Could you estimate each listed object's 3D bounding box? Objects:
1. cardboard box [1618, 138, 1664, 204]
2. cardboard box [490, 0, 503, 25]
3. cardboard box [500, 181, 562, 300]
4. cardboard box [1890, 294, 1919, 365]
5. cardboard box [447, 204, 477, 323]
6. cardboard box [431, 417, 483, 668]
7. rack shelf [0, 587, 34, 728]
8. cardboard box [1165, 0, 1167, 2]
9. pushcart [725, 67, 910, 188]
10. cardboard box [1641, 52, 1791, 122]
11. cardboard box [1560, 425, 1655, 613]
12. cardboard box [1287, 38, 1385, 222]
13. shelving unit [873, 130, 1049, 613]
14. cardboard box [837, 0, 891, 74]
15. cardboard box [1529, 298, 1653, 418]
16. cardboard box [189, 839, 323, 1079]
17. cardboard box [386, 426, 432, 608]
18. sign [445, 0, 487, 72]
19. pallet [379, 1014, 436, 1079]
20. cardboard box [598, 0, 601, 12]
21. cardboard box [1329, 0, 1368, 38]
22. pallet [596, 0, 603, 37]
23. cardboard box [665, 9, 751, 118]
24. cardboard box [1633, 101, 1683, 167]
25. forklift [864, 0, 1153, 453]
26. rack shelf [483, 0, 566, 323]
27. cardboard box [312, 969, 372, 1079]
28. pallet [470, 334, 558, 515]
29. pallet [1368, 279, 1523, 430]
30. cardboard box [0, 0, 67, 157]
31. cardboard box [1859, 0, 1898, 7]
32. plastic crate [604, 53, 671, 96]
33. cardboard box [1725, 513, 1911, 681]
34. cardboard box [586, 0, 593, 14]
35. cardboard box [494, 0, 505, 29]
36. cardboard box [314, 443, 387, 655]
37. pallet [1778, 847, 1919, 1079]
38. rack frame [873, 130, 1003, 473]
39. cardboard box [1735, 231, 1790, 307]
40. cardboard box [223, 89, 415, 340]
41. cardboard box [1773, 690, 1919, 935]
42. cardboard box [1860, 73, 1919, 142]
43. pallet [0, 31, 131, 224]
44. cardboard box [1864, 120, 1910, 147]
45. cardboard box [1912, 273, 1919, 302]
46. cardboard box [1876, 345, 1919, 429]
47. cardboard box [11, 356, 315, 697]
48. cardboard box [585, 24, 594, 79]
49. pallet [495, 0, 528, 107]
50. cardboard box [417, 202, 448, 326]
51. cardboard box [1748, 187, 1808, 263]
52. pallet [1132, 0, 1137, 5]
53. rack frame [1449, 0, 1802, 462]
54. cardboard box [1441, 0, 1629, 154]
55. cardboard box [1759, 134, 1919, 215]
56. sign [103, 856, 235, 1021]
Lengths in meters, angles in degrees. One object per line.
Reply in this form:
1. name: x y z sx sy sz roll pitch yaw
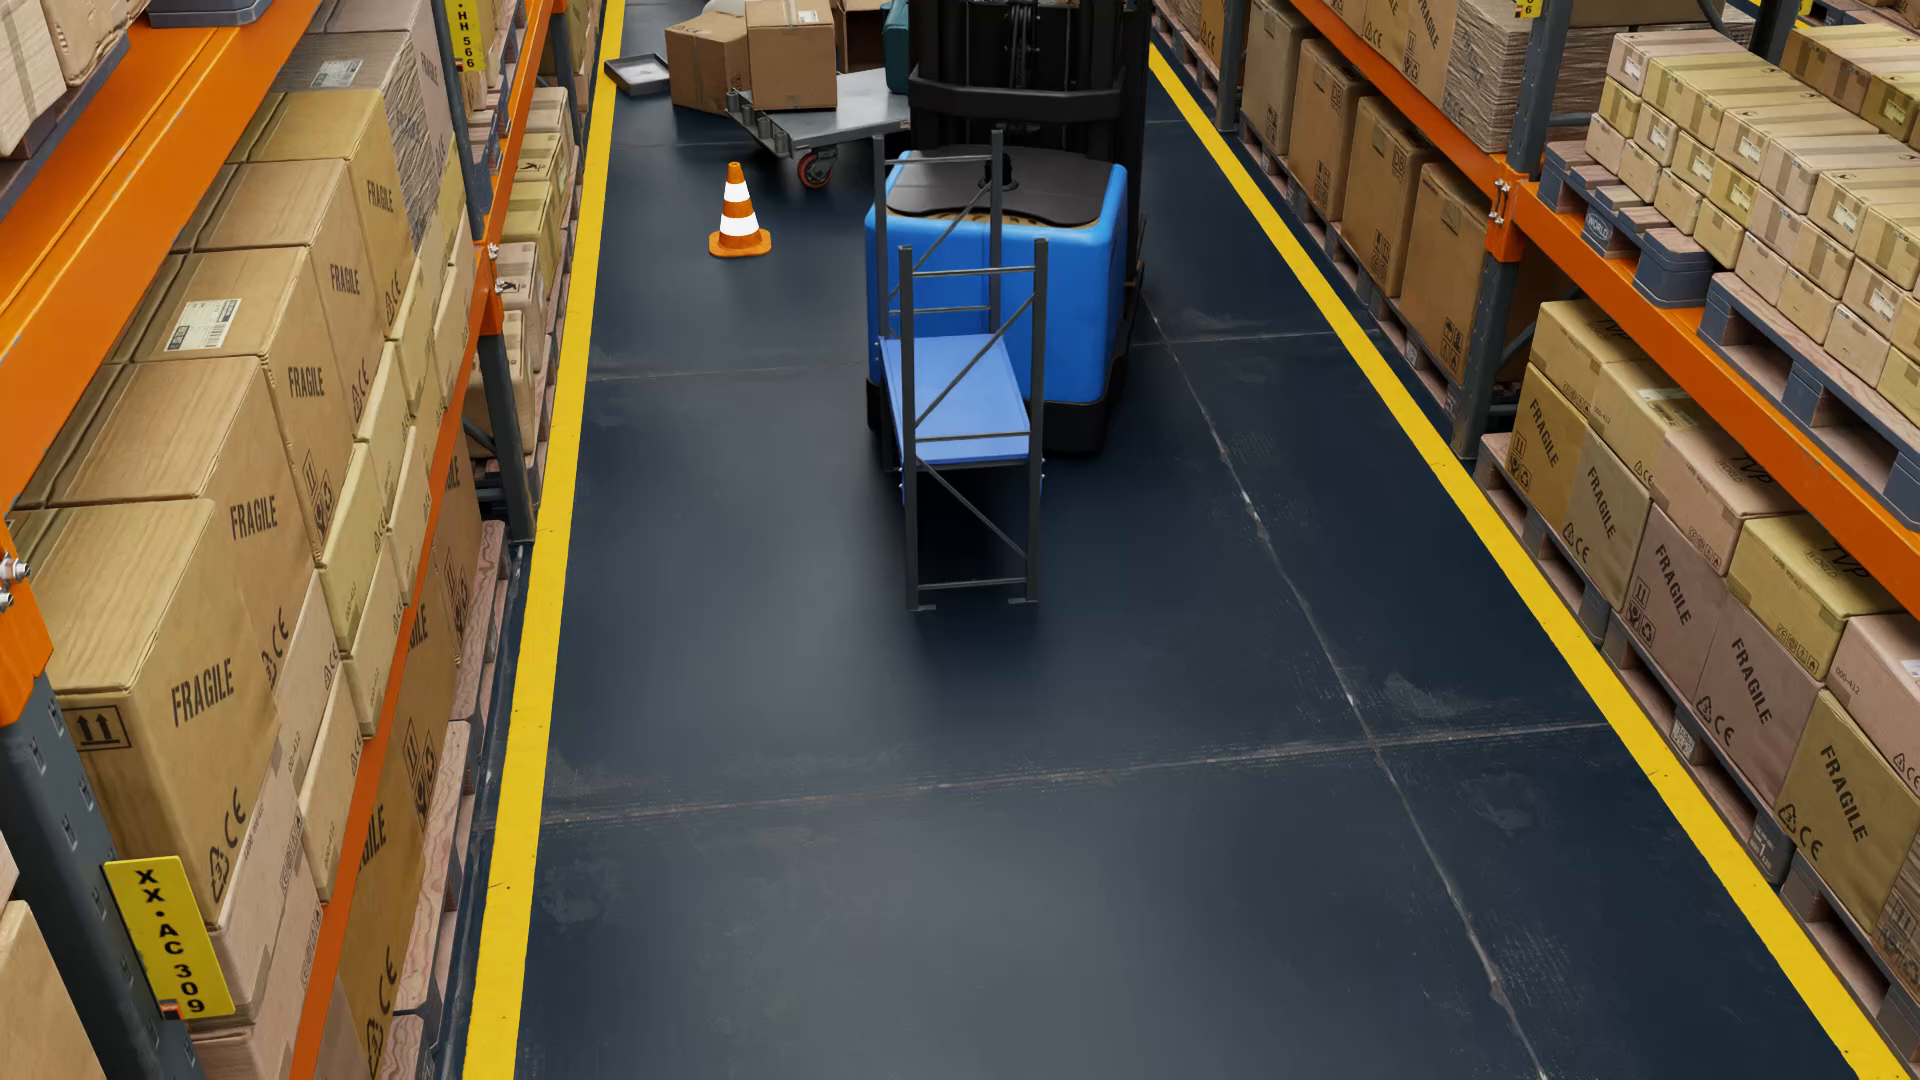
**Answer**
1. cardboard box: 2.563 -1.307 5.854 0.380 0.149 0.250 -3 34 -4
2. cardboard box: -2.210 -2.413 6.901 0.500 0.500 0.500 -4 34 -6
3. cardboard box: -2.494 -1.459 8.187 0.950 0.372 0.625 -3 34 -5
4. cardboard box: 2.775 -0.554 4.486 0.380 0.149 0.250 -4 35 -6
5. cardboard box: -1.899 -0.896 5.534 0.500 0.250 0.500 -6 35 -8
6. cardboard box: -2.214 -0.124 5.782 0.875 0.875 0.875 -5 35 -7
7. rack shelf: -1.417 1.186 0.322 1.077 0.370 4.000 -4 35 -6
8. cardboard box: 1.868 -4.547 12.272 0.875 0.875 0.875 -5 35 -7
9. pushcart: -0.510 -2.569 10.185 1.648 0.377 0.936 -16 38 -23
10. cardboard box: 2.576 -1.545 5.675 0.380 0.149 0.250 -5 35 -8
11. cardboard box: 2.581 -0.098 6.077 0.500 0.500 0.500 -4 34 -6
12. cardboard box: 2.428 -2.249 9.012 1.050 0.750 0.750 -4 35 -6
13. shelving unit: -0.019 -0.651 6.374 0.538 1.500 1.048 -4 34 -6
14. cardboard box: -0.421 -3.399 11.171 0.797 0.637 0.503 -4 35 -6
15. cardboard box: 2.520 -0.699 6.293 0.500 0.250 0.500 -6 35 -9
16. cardboard box: -1.484 0.808 3.033 0.500 0.250 0.500 -5 35 -7
17. cardboard box: -1.666 -0.047 4.289 0.500 0.250 0.500 -5 35 -7
18. sign: -1.675 -1.743 5.615 0.100 0.325 0.005 -4 35 -6
19. pallet: -1.865 1.739 4.010 1.003 0.211 1.213 -4 35 -6
20. cardboard box: -2.863 -4.001 12.027 0.500 0.250 0.500 -4 35 -6
21. cardboard box: 2.135 -2.767 8.058 0.500 0.500 0.500 -4 34 -6
22. pallet: -3.216 -4.034 12.482 1.003 0.211 1.213 -4 35 -6
23. cardboard box: -1.558 -3.121 10.884 0.500 0.500 0.500 20 39 26
24. cardboard box: 2.572 -1.408 5.739 0.380 0.149 0.250 -3 34 -4
25. forklift: 0.353 -2.409 7.682 1.130 2.935 3.031 6 35 8
26. rack shelf: -2.493 -2.039 7.717 1.077 0.370 4.000 -4 35 -6
27. cardboard box: -1.849 1.376 3.580 0.875 0.875 0.875 -3 34 -5
28. pallet: -2.328 -0.504 7.302 1.003 0.211 1.213 -4 35 -6
29. pallet: 2.636 -0.945 7.949 1.003 0.211 1.213 -4 35 -6
30. cardboard box: -1.407 -0.651 2.125 0.396 0.266 0.258 -5 35 -7
31. cardboard box: 6.798 -4.229 12.139 0.500 0.500 0.500 -7 35 -11
32. plastic crate: -2.161 -3.184 11.351 0.402 0.080 0.583 -16 38 -23
33. cardboard box: 2.714 0.152 5.044 0.500 0.250 0.500 -6 35 -8
34. cardboard box: -2.726 -3.737 10.972 0.500 0.500 0.500 -3 34 -4
35. cardboard box: -2.253 -2.391 7.445 0.380 0.149 0.250 -3 34 -5
36. cardboard box: -1.605 0.028 3.735 0.500 0.250 0.500 -4 34 -6
37. pallet: 3.099 1.299 4.657 1.003 0.211 1.213 -4 35 -6
38. rack frame: -0.084 -0.935 6.791 0.500 1.500 0.032 -4 34 -6
39. cardboard box: 2.676 -0.857 5.194 0.380 0.149 0.250 -3 34 -5
40. cardboard box: -1.758 -0.843 4.346 0.500 0.500 0.500 -4 35 -6
41. cardboard box: 2.787 0.760 4.818 0.500 0.500 0.500 -5 35 -8
42. cardboard box: 3.254 -1.442 5.524 0.380 0.149 0.250 -3 34 -5
43. pallet: -1.858 -0.656 2.556 0.805 0.209 1.217 -6 35 -8
44. cardboard box: 3.261 -1.308 5.591 0.380 0.149 0.250 -4 34 -5
45. cardboard box: 2.783 -0.672 4.394 0.380 0.149 0.250 -6 35 -9
46. cardboard box: 2.777 -0.422 4.557 0.380 0.149 0.250 -3 34 -4
47. cardboard box: -1.556 0.008 3.098 0.500 0.500 0.500 -5 35 -7
48. cardboard box: -2.657 -3.136 10.757 0.500 0.250 0.500 -3 34 -4
49. pallet: -2.531 -2.243 7.547 1.003 0.211 1.213 -4 35 -6
50. cardboard box: -1.835 -0.828 4.991 0.500 0.250 0.500 -5 35 -8
51. cardboard box: 2.678 -0.980 5.110 0.380 0.149 0.250 -4 35 -6
52. pallet: 1.776 -4.523 13.200 1.003 0.211 1.213 -4 35 -6
53. rack frame: 2.667 -1.652 6.510 1.000 3.000 0.127 -4 35 -6
54. cardboard box: 2.341 -1.924 6.821 0.500 0.500 0.500 -4 35 -6
55. cardboard box: 2.678 -1.109 5.035 0.380 0.149 0.250 -3 34 -4
56. sign: -1.136 0.579 2.398 0.100 0.325 0.005 -4 35 -6
